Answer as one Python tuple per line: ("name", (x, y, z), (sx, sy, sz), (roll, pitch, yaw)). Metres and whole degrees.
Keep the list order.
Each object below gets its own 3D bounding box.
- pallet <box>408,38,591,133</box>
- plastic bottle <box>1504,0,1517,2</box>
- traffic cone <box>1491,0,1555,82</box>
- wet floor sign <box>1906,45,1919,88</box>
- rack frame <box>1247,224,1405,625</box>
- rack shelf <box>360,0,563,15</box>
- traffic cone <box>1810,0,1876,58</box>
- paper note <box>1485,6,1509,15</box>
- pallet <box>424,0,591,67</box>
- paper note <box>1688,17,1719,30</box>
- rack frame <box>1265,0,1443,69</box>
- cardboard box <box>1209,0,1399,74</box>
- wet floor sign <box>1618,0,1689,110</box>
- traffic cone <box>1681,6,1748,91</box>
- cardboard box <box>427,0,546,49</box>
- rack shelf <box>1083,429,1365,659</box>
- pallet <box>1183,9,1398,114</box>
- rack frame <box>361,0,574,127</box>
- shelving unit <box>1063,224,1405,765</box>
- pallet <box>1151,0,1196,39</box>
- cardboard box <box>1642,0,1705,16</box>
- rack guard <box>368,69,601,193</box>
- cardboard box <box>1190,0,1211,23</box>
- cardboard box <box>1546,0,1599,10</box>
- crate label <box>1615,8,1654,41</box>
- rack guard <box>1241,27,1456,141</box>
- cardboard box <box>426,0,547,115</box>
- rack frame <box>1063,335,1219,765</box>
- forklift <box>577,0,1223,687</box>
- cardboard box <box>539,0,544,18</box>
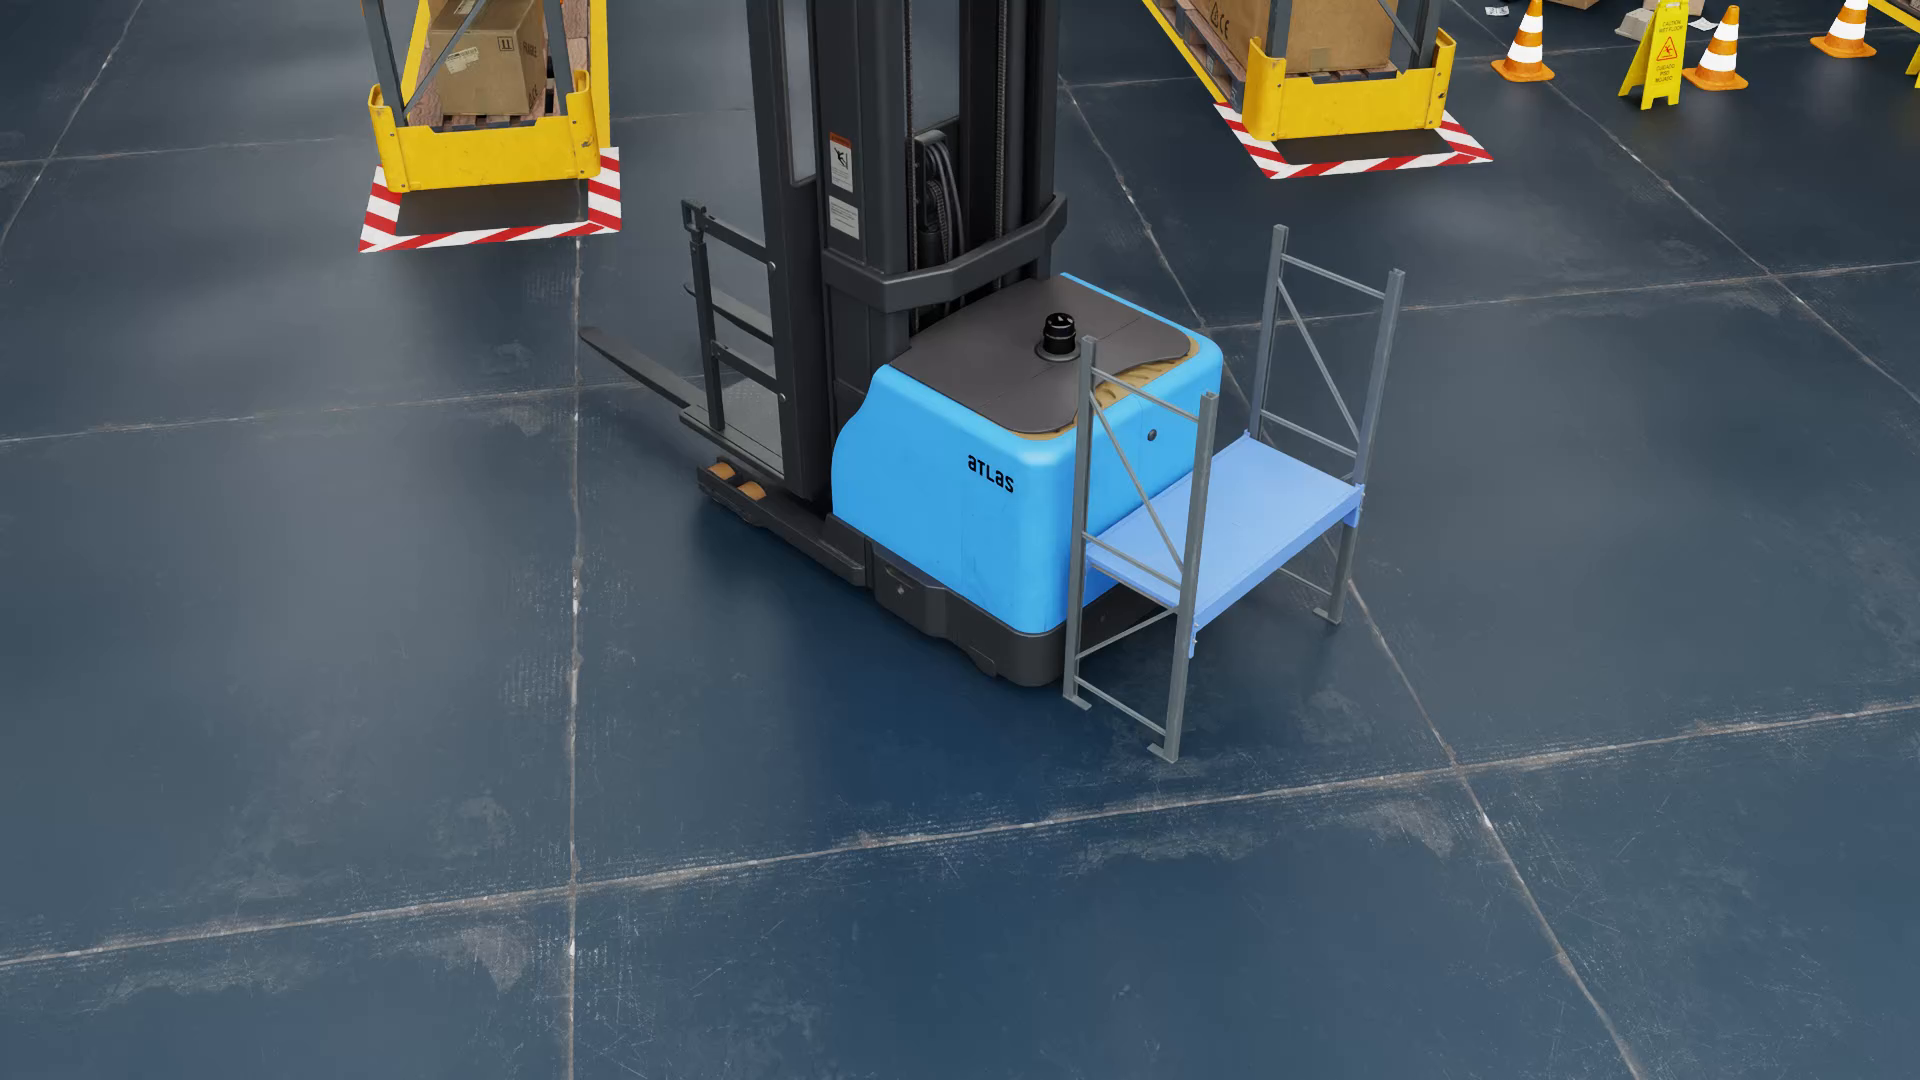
("pallet", (-2.743, -2.667, 10.010), (1.003, 0.211, 1.213), (-6, 38, -8))
("plastic bottle", (3.790, -3.848, 11.653), (0.133, 0.061, 0.283), (-20, 42, -23))
("traffic cone", (3.584, -3.172, 10.455), (0.336, 0.463, 0.334), (-6, 38, -8))
("wet floor sign", (6.115, -3.134, 10.258), (0.267, 0.644, 0.232), (6, 38, 8))
("rack frame", (1.263, -0.380, 6.017), (0.500, 1.500, 0.032), (30, 47, 33))
("rack shelf", (-2.972, -4.151, 10.235), (1.077, 0.370, 4.000), (-6, 38, -8))
("traffic cone", (5.789, -3.413, 10.765), (0.336, 0.463, 0.334), (-6, 38, -8))
("paper note", (3.683, -3.631, 11.401), (0.144, 0.017, 0.142), (6, 38, 8))
("pallet", (-2.953, -3.402, 10.957), (1.003, 0.211, 1.213), (-6, 38, -8))
("paper note", (5.009, -3.478, 11.202), (0.148, 0.019, 0.142), (-20, 42, -23))
("rack frame", (2.279, -3.700, 9.067), (1.000, 3.000, 0.127), (-6, 38, -8))
("cardboard box", (2.095, -3.429, 10.109), (0.875, 0.875, 0.875), (-6, 38, -8))
("wet floor sign", (4.234, -2.966, 10.041), (0.267, 0.644, 0.232), (-13, 40, -16))
("traffic cone", (4.756, -3.088, 10.347), (0.336, 0.463, 0.334), (-6, 38, -8))
("cardboard box", (-2.853, -3.143, 10.045), (0.500, 0.500, 0.500), (3, 38, 4))
("rack shelf", (0.913, -0.012, 5.836), (0.538, 0.185, 1.000), (30, 47, 33))
("pallet", (2.062, -3.073, 10.534), (1.003, 0.211, 1.213), (-6, 38, -8))
("rack frame", (-2.622, -3.227, 8.459), (1.000, 3.000, 0.127), (-6, 38, -8))
("shelving unit", (0.913, -0.154, 5.726), (0.538, 1.500, 1.048), (30, 47, 33))
("pallet", (1.851, -3.809, 11.480), (1.003, 0.211, 1.213), (-6, 38, -8))
("cardboard box", (4.916, -3.742, 11.445), (0.380, 0.149, 0.250), (13, 40, 16))
("rack guard", (-2.635, -2.286, 9.285), (1.175, 0.500, 0.348), (-6, 38, -8))
("cardboard box", (1.939, -3.960, 10.792), (0.875, 0.875, 0.875), (-7, 38, -9))
("cardboard box", (4.334, -4.096, 11.612), (0.637, 0.503, 0.797), (27, 45, 30))
("crate label", (4.557, -3.427, 11.050), (0.250, 0.136, 0.298), (-27, 45, -31))
("rack guard", (2.283, -2.698, 9.816), (1.175, 0.500, 0.348), (-6, 38, -8))
("cardboard box", (-2.715, -2.785, 9.585), (0.500, 0.500, 0.500), (0, 38, 1))
("rack frame", (0.564, 0.072, 5.434), (0.500, 1.500, 0.032), (30, 47, 33))
("forklift", (-0.447, -1.430, 6.202), (3.031, 2.935, 1.130), (31, 48, 34))
("cardboard box", (-2.944, -3.523, 10.535), (0.500, 0.500, 0.500), (-3, 38, -4))
